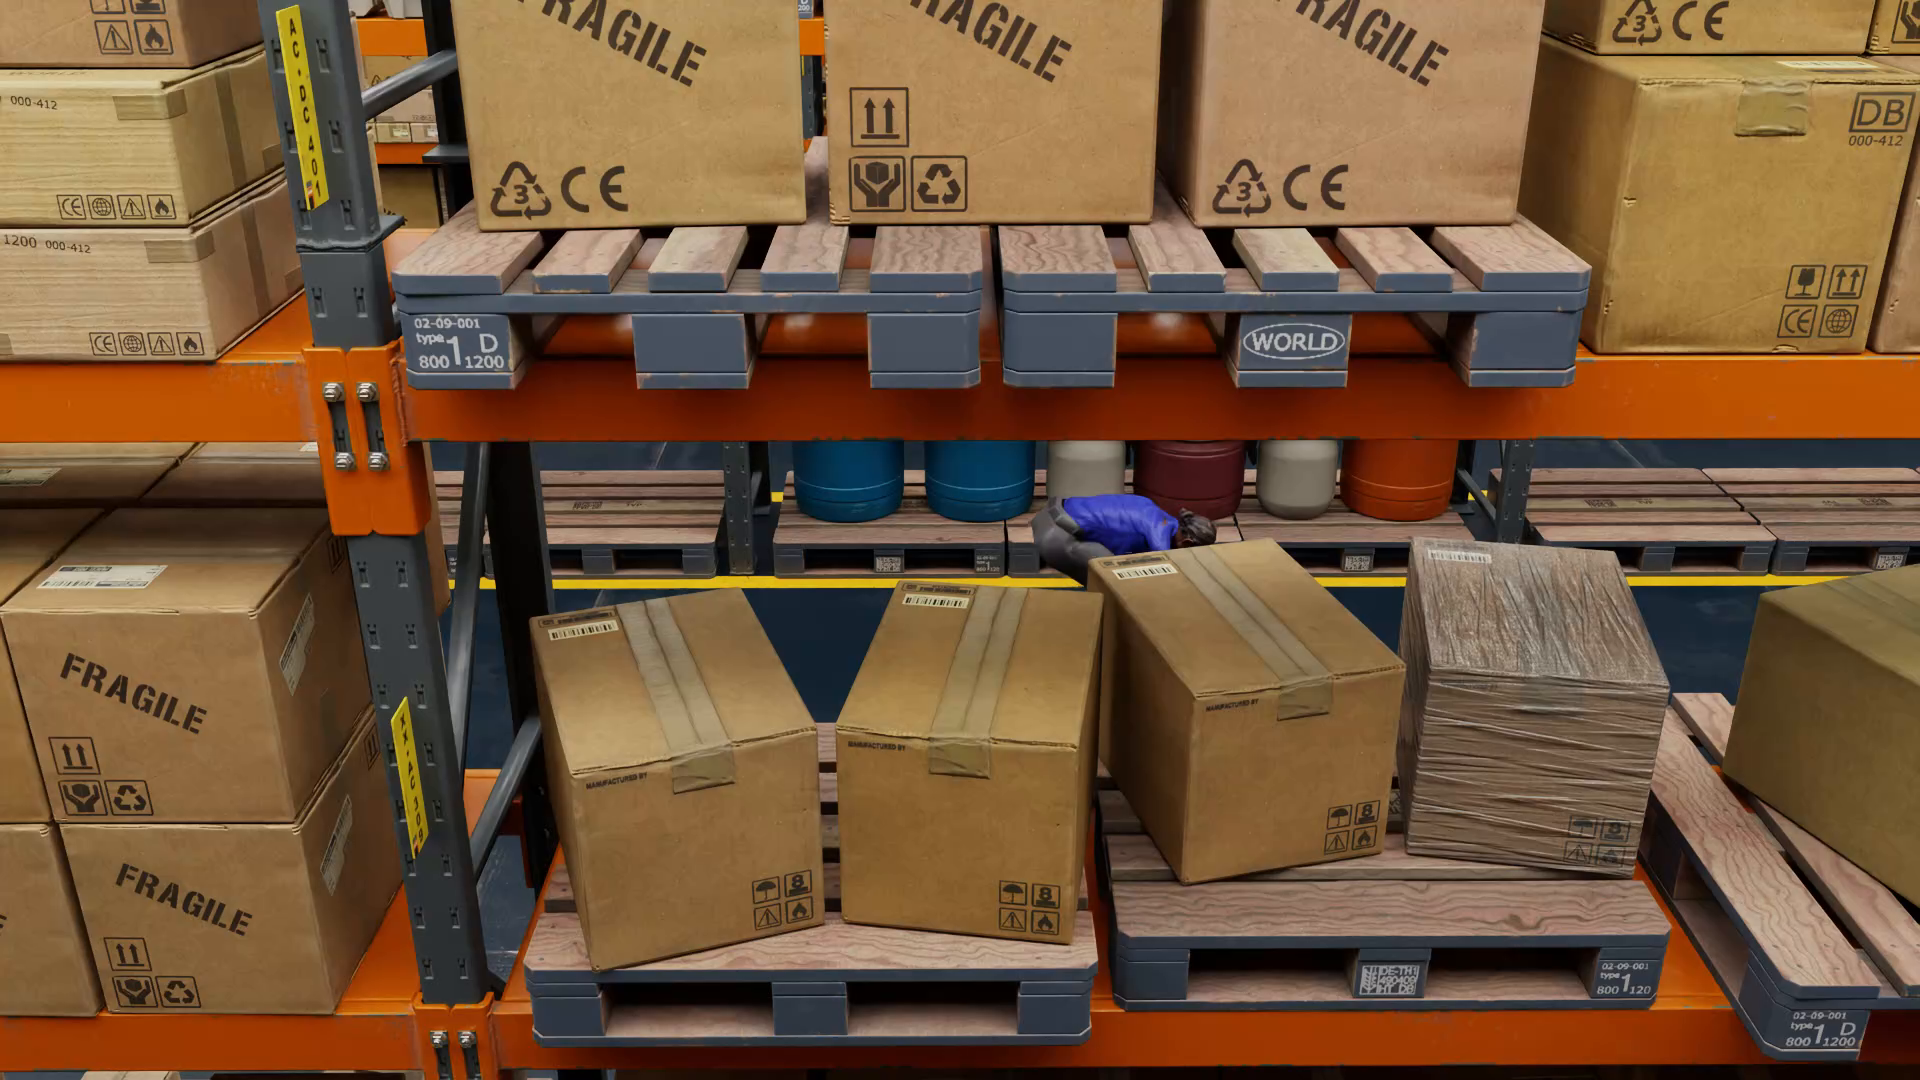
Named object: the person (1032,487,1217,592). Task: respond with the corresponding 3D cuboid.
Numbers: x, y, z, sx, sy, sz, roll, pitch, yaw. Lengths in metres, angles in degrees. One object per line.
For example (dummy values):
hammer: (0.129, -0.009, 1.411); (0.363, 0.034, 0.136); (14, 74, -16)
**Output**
person: (0.766, 0.147, 7.802); (0.867, 0.823, 0.456); (-2, 24, -3)
